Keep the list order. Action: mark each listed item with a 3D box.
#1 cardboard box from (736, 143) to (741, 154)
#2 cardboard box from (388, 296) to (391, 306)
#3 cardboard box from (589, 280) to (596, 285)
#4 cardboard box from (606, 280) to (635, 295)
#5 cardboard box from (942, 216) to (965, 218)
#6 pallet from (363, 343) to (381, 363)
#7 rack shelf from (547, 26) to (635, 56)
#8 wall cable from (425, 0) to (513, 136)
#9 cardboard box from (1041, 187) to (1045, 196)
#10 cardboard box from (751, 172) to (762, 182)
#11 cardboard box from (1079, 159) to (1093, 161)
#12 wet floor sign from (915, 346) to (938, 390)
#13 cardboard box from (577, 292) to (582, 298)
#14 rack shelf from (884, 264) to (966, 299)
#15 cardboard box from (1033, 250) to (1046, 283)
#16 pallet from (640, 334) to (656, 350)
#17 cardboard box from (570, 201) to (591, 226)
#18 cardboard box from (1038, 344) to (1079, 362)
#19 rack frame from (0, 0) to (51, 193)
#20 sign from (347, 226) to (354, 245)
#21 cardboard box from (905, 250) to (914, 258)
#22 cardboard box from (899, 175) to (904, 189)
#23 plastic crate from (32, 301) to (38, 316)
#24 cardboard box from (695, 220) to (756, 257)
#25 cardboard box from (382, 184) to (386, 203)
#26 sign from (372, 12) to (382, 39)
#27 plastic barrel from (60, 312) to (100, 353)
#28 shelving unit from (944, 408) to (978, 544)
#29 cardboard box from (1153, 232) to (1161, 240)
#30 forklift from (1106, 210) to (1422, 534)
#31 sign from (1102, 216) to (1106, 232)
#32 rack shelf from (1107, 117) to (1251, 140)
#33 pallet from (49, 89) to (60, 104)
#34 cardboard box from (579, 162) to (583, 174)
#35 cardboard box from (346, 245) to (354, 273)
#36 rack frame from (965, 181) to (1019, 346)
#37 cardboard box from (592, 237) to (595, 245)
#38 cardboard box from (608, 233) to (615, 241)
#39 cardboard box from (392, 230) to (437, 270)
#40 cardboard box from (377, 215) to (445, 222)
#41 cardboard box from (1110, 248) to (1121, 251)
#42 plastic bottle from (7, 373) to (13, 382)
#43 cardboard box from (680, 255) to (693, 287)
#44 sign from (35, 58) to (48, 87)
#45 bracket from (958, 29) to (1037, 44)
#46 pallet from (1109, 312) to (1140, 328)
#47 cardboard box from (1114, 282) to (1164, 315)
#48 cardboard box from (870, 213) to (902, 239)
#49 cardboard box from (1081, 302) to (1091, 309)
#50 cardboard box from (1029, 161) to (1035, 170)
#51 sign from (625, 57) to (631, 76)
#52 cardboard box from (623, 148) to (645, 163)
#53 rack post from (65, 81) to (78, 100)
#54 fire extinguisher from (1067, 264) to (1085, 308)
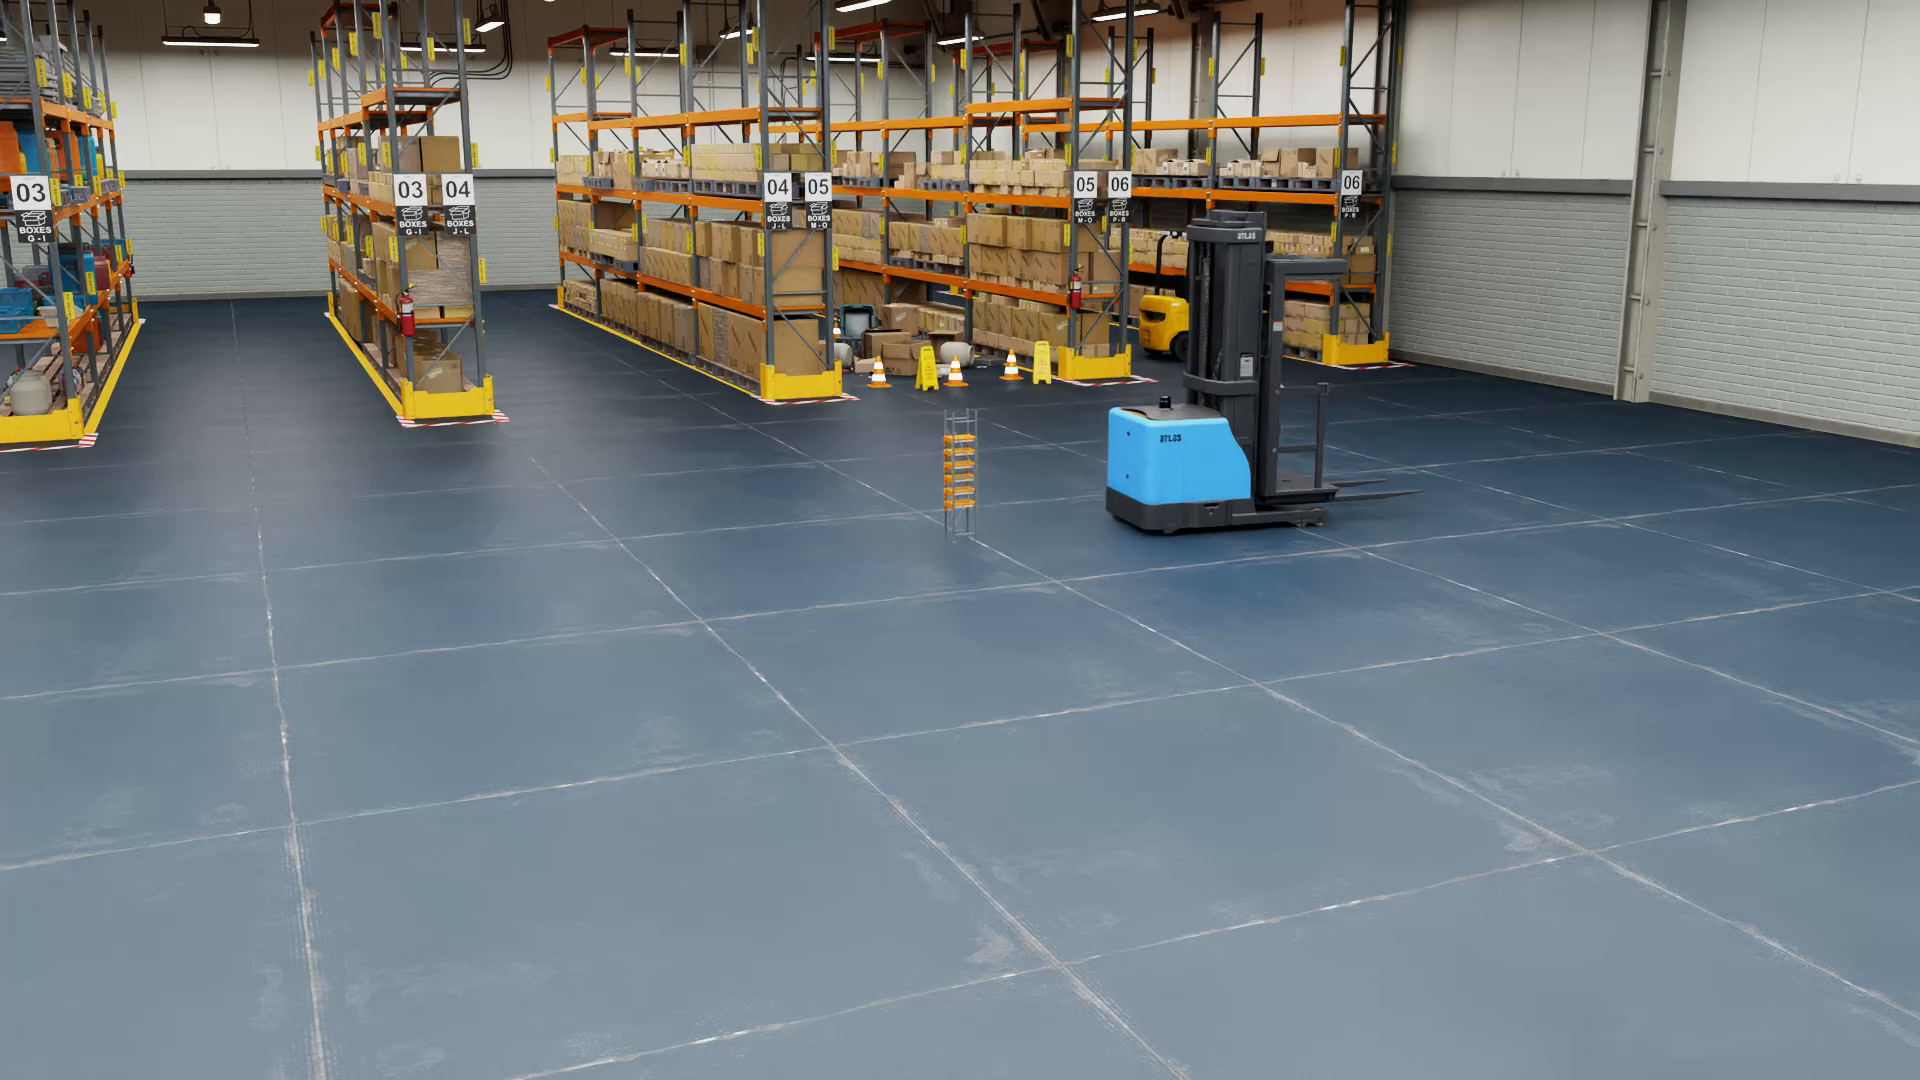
[{"bbox_3d":[-3.077,-5.748,24.415,0.380,0.149,0.250,-5,14,-22],"label":"cardboard box"},{"bbox_3d":[-8.089,-3.467,24.133,0.380,0.149,0.250,-6,14,-23],"label":"cardboard box"},{"bbox_3d":[-8.242,-5.838,37.892,0.380,0.149,0.250,-5,14,-22],"label":"cardboard box"},{"bbox_3d":[-6.862,-5.115,33.648,0.500,0.250,0.500,-5,14,-21],"label":"cardboard box"},{"bbox_3d":[-0.121,-6.093,31.671,0.380,0.149,0.250,-6,14,-26],"label":"cardboard box"},{"bbox_3d":[-9.803,-3.276,28.935,1.003,0.211,1.213,-6,14,-23],"label":"pallet"},{"bbox_3d":[-7.933,-10.654,35.550,1.077,0.370,4.000,-6,14,-23],"label":"rack shelf"},{"bbox_3d":[-12.426,-12.418,41.813,2.277,5.999,0.120,-6,14,-23],"label":"wall cable"},{"bbox_3d":[1.525,-5.590,26.656,0.380,0.149,0.250,-6,14,-23],"label":"cardboard box"},{"bbox_3d":[-2.769,-5.200,23.819,0.380,0.149,0.250,-6,14,-23],"label":"cardboard box"},{"bbox_3d":[2.687,-8.128,35.852,0.380,0.149,0.250,-6,14,-24],"label":"cardboard box"},{"bbox_3d":[-0.499,-2.596,25.035,0.267,0.644,0.232,-9,16,-33],"label":"wet floor sign"},{"bbox_3d":[-8.326,-5.492,37.057,0.380,0.149,0.250,-6,14,-26],"label":"cardboard box"},{"bbox_3d":[-0.233,-4.927,31.482,1.077,0.370,4.000,-6,14,-23],"label":"rack shelf"},{"bbox_3d":[1.504,-4.423,26.826,0.500,0.500,0.500,-6,14,-23],"label":"cardboard box"},{"bbox_3d":[-5.283,-3.695,30.745,1.003,0.211,1.213,-6,14,-23],"label":"pallet"},{"bbox_3d":[-8.194,-7.122,36.269,0.500,0.500,0.500,-6,14,-25],"label":"cardboard box"},{"bbox_3d":[1.590,-3.051,26.946,0.500,0.250,0.500,-6,14,-23],"label":"cardboard box"},{"bbox_3d":[-11.448,-5.618,19.568,1.000,3.000,0.127,-6,14,-23],"label":"rack frame"},{"bbox_3d":[-10.622,-5.309,28.969,0.100,0.325,0.005,-6,14,-23],"label":"sign"},{"bbox_3d":[-0.834,-5.508,32.023,0.380,0.149,0.250,-6,14,-23],"label":"cardboard box"},{"bbox_3d":[-0.962,-6.954,32.288,0.396,0.266,0.258,-6,14,-23],"label":"cardboard box"},{"bbox_3d":[-12.766,-3.113,22.517,0.450,0.188,0.662,-6,14,-23],"label":"plastic crate"},{"bbox_3d":[-3.811,-4.916,27.112,0.875,0.550,0.550,-6,14,-23],"label":"cardboard box"},{"bbox_3d":[-7.736,-4.817,23.093,0.500,0.250,0.500,-5,14,-22],"label":"cardboard box"},{"bbox_3d":[-7.427,-6.552,21.179,0.100,0.325,0.005,-6,14,-23],"label":"sign"},{"bbox_3d":[-14.865,-3.595,28.013,0.600,0.830,0.708,-6,14,-23],"label":"plastic barrel"},{"bbox_3d":[0.006,-0.582,15.102,0.258,1.200,0.189,-6,14,-23],"label":"shelving unit"},{"bbox_3d":[4.058,-6.038,33.025,0.380,0.149,0.250,-6,14,-24],"label":"cardboard box"},{"bbox_3d":[2.994,-1.659,15.917,3.031,2.935,1.130,-4,14,-17],"label":"forklift"},{"bbox_3d":[3.018,-6.614,34.785,0.100,0.325,0.005,-6,14,-23],"label":"sign"},{"bbox_3d":[4.313,-8.104,32.791,1.077,0.370,4.000,-6,14,-23],"label":"rack shelf"},{"bbox_3d":[-12.202,-5.738,21.389,1.003,0.211,1.213,-6,14,-23],"label":"pallet"},{"bbox_3d":[-7.748,-7.862,35.139,0.500,0.250,0.500,-6,14,-25],"label":"cardboard box"},{"bbox_3d":[-11.148,-5.240,31.015,0.500,0.500,0.500,-5,14,-22],"label":"cardboard box"},{"bbox_3d":[0.568,-4.864,29.615,1.000,3.000,0.127,-6,14,-23],"label":"rack frame"},{"bbox_3d":[-7.290,-6.100,33.921,0.380,0.149,0.250,-6,14,-24],"label":"cardboard box"},{"bbox_3d":[-6.662,-5.922,32.492,0.380,0.149,0.250,-5,14,-20],"label":"cardboard box"},{"bbox_3d":[-7.357,-3.915,22.414,0.500,0.500,0.500,-6,14,-23],"label":"cardboard box"},{"bbox_3d":[-8.702,-4.643,26.397,1.000,1.000,1.000,-6,14,-23],"label":"cardboard box"},{"bbox_3d":[3.466,-5.953,34.652,0.500,0.250,0.500,-6,14,-23],"label":"cardboard box"},{"bbox_3d":[-12.787,-2.076,22.468,0.144,0.351,0.185,-5,14,-21],"label":"plastic bottle"},{"bbox_3d":[-4.381,-4.529,27.944,0.500,0.500,0.500,-6,14,-23],"label":"cardboard box"},{"bbox_3d":[-10.943,-5.565,19.802,0.100,0.325,0.005,-6,14,-23],"label":"sign"},{"bbox_3d":[0.933,-12.454,41.120,0.076,0.066,4.783,-6,14,-23],"label":"bracket"},{"bbox_3d":[3.806,-4.608,34.691,1.003,0.211,1.213,-6,14,-23],"label":"pallet"},{"bbox_3d":[3.749,-5.058,34.785,0.875,0.625,0.625,-5,14,-21],"label":"cardboard box"},{"bbox_3d":[-1.481,-6.310,33.422,0.500,0.500,0.500,-6,14,-24],"label":"cardboard box"},{"bbox_3d":[2.955,-5.299,36.106,0.500,0.500,0.500,-6,14,-24],"label":"cardboard box"},{"bbox_3d":[1.350,-6.081,27.009,0.380,0.149,0.250,-6,14,-25],"label":"cardboard box"},{"bbox_3d":[-6.023,-8.588,30.153,0.100,0.325,0.005,-6,14,-23],"label":"sign"},{"bbox_3d":[-6.149,-7.271,31.440,0.396,0.266,0.258,-6,14,-23],"label":"cardboard box"},{"bbox_3d":[-14.981,-7.380,27.349,0.954,0.300,0.937,-6,14,-23],"label":"rack post"},{"bbox_3d":[1.794,-3.935,25.772,0.296,0.674,0.183,-6,14,-23],"label":"fire extinguisher"}]
